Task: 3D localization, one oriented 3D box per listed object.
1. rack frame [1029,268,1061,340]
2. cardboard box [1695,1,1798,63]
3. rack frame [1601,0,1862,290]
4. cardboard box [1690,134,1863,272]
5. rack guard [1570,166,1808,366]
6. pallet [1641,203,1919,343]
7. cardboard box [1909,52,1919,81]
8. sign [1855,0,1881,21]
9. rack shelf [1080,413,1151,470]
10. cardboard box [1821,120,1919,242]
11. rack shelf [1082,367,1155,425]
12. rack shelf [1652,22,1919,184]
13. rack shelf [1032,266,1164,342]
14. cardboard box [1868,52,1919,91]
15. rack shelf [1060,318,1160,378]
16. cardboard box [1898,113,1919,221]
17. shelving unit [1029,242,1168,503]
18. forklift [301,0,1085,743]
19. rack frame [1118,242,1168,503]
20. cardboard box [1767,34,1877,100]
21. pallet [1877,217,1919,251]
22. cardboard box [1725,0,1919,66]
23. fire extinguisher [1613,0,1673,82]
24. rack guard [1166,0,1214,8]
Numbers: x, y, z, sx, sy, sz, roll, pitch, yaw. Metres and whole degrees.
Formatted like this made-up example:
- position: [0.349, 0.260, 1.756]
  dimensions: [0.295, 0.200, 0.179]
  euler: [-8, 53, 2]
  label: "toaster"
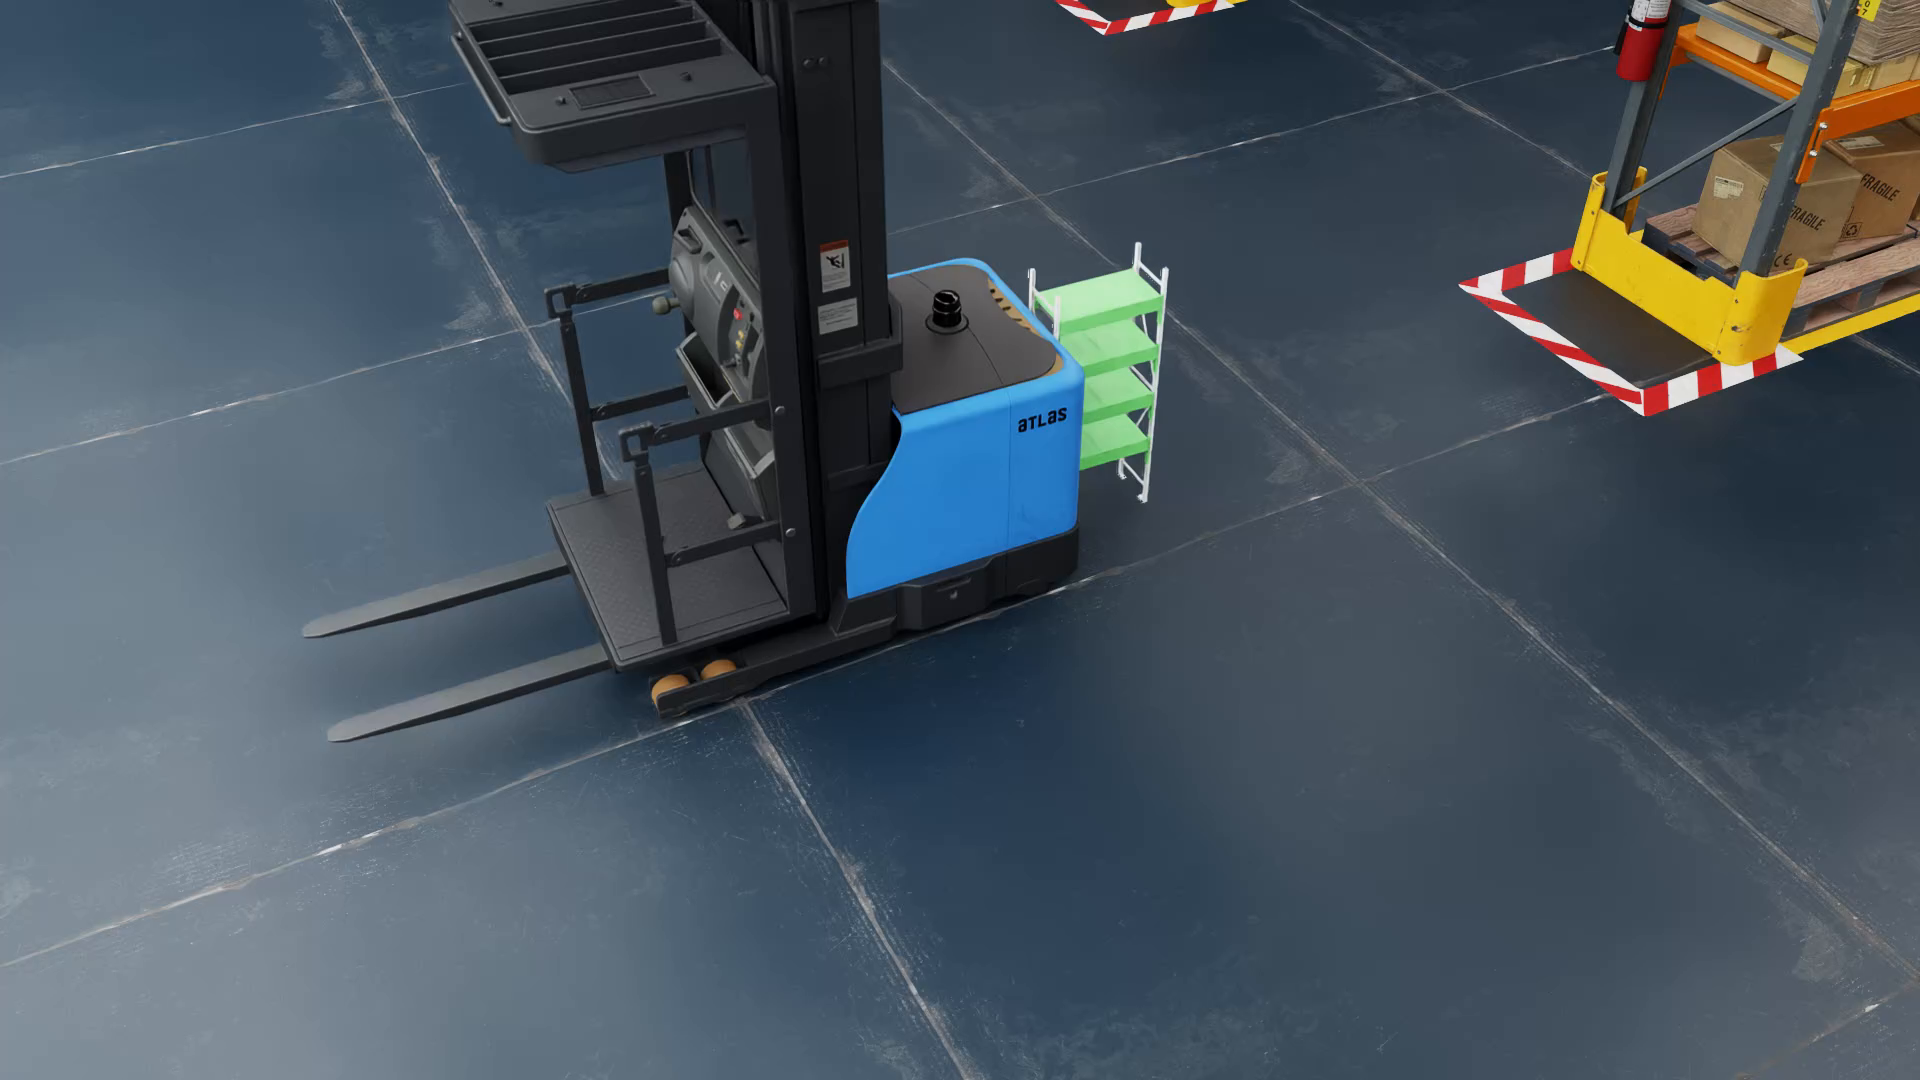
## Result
- position: [0.338, -0.562, 6.985]
  dimensions: [0.015, 1.200, 0.240]
  euler: [-17, 43, -19]
  label: "rack frame"
- position: [3.803, -2.466, 8.036]
  dimensions: [0.250, 0.149, 0.380]
  euler: [-19, 44, -21]
  label: "cardboard box"
- position: [3.646, -2.359, 7.715]
  dimensions: [0.127, 3.000, 1.000]
  euler: [-19, 44, -21]
  label: "rack frame"
- position: [4.207, -1.742, 8.595]
  dimensions: [0.500, 0.500, 0.500]
  euler: [-11, 41, -13]
  label: "cardboard box"
- position: [3.713, -1.427, 8.549]
  dimensions: [0.348, 0.500, 1.175]
  euler: [-19, 44, -21]
  label: "rack guard"
- position: [4.450, -1.539, 8.905]
  dimensions: [1.213, 0.211, 1.003]
  euler: [-19, 44, -21]
  label: "pallet"
- position: [4.468, -2.341, 7.888]
  dimensions: [0.250, 0.149, 0.380]
  euler: [-19, 44, -21]
  label: "cardboard box"
- position: [3.897, -2.378, 7.068]
  dimensions: [0.005, 0.325, 0.100]
  euler: [-19, 44, -21]
  label: "sign"
- position: [0.559, -0.397, 7.261]
  dimensions: [0.480, 0.148, 0.258]
  euler: [-17, 43, -19]
  label: "rack shelf"
- position: [4.722, -1.940, 8.829]
  dimensions: [0.500, 0.500, 0.500]
  euler: [-8, 41, -9]
  label: "cardboard box"
- position: [0.559, -0.580, 7.106]
  dimensions: [0.480, 0.148, 0.258]
  euler: [-17, 43, -19]
  label: "rack shelf"
- position: [5.420, -2.681, 8.652]
  dimensions: [4.000, 0.370, 1.077]
  euler: [-19, 44, -21]
  label: "rack shelf"
- position: [0.559, -0.947, 6.796]
  dimensions: [0.480, 0.148, 0.258]
  euler: [-17, 43, -19]
  label: "rack shelf"
- position: [4.239, -2.275, 7.810]
  dimensions: [0.250, 0.149, 0.380]
  euler: [-19, 44, -21]
  label: "cardboard box"
- position: [0.559, -0.763, 6.951]
  dimensions: [0.480, 0.148, 0.258]
  euler: [-17, 43, -19]
  label: "rack shelf"
- position: [5.286, -2.116, 9.037]
  dimensions: [0.500, 0.500, 0.500]
  euler: [-15, 42, -17]
  label: "cardboard box"
- position: [0.559, -0.629, 7.064]
  dimensions: [0.503, 1.200, 0.258]
  euler: [-17, 43, -19]
  label: "shelving unit"
- position: [-1.062, -0.824, 5.955]
  dimensions: [3.031, 2.935, 1.130]
  euler: [-17, 43, -19]
  label: "forklift"
- position: [0.780, -0.696, 7.144]
  dimensions: [0.015, 1.200, 0.240]
  euler: [-17, 43, -19]
  label: "rack frame"
- position: [4.009, -2.211, 7.735]
  dimensions: [0.250, 0.149, 0.380]
  euler: [-19, 44, -21]
  label: "cardboard box"
- position: [5.531, -1.901, 9.332]
  dimensions: [1.213, 0.211, 1.003]
  euler: [-19, 44, -21]
  label: "pallet"
- position: [4.146, -2.659, 7.762]
  dimensions: [0.500, 0.500, 0.875]
  euler: [-19, 44, -21]
  label: "cardboard box"
- position: [3.331, -2.559, 8.011]
  dimensions: [0.183, 0.674, 0.296]
  euler: [-19, 44, -21]
  label: "fire extinguisher"
- position: [1.404, -4.292, 11.934]
  dimensions: [0.348, 0.500, 1.175]
  euler: [-19, 44, -21]
  label: "rack guard"
